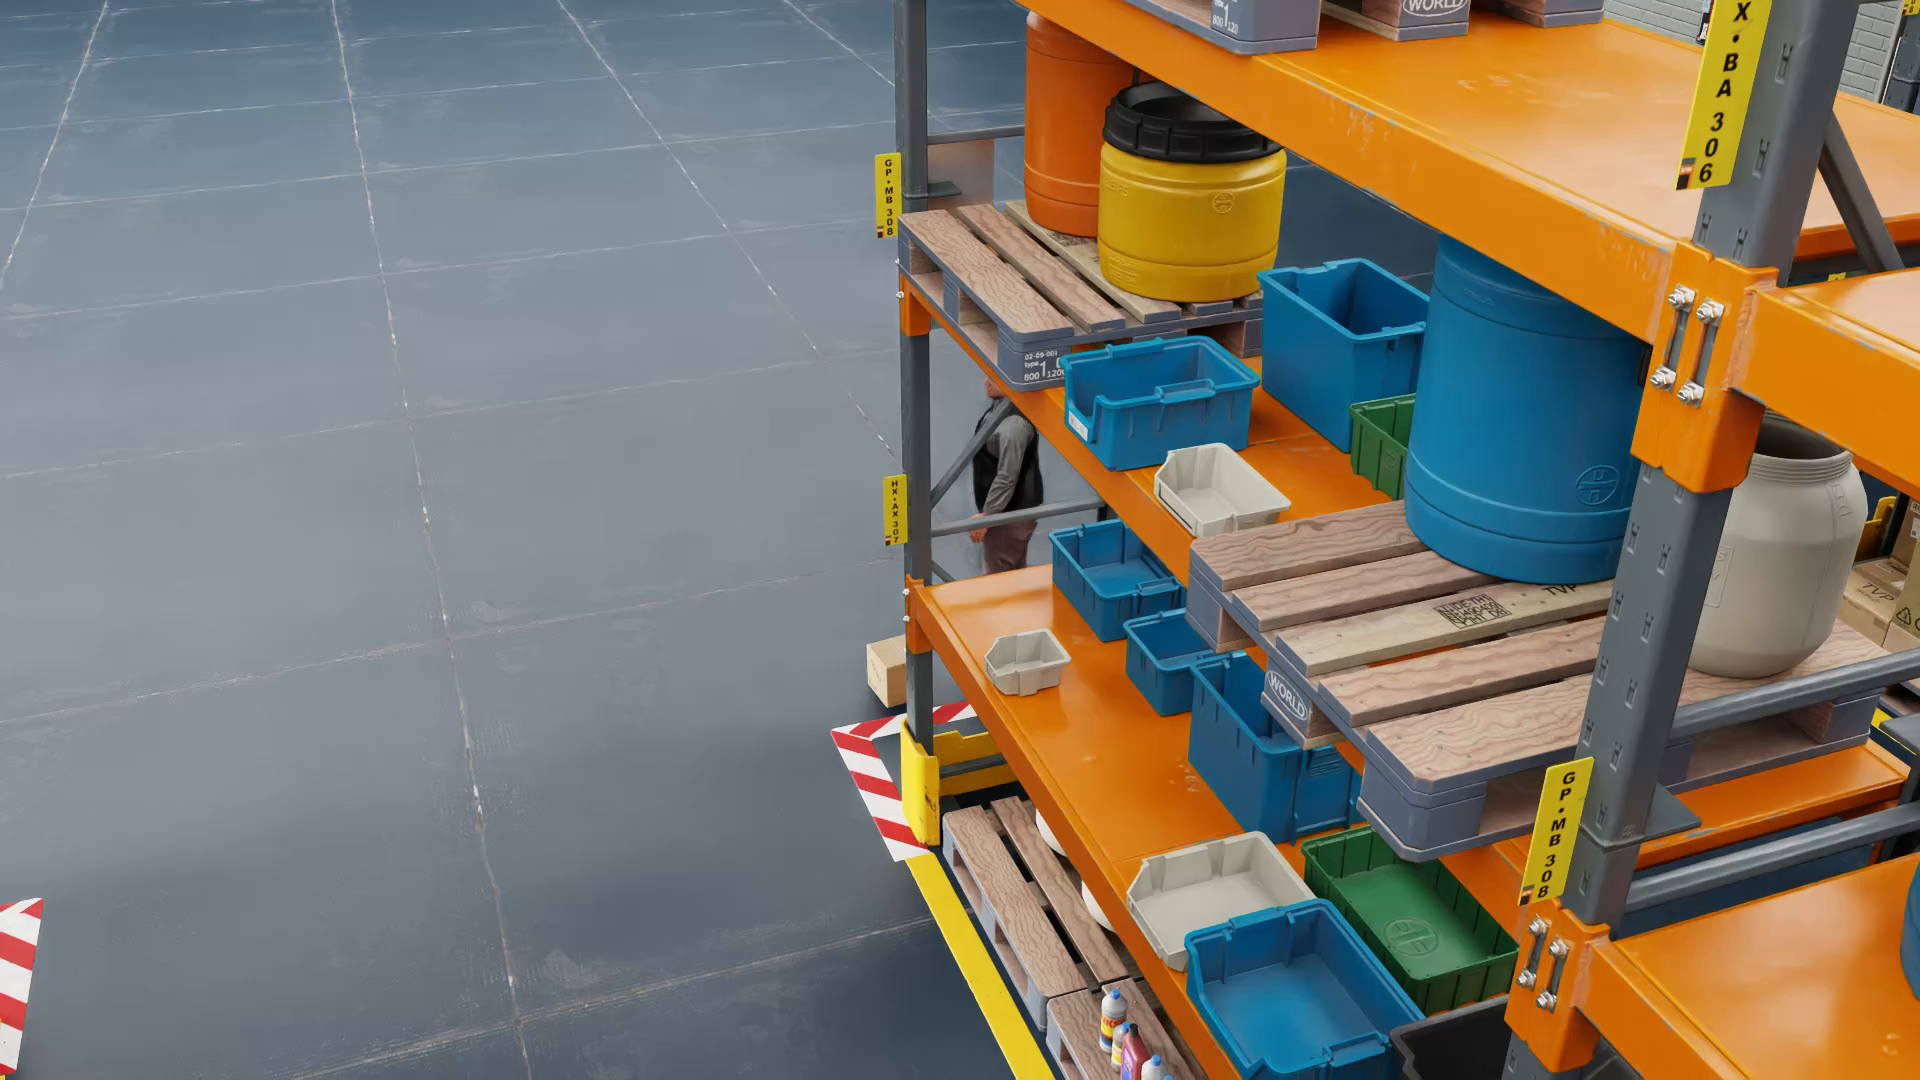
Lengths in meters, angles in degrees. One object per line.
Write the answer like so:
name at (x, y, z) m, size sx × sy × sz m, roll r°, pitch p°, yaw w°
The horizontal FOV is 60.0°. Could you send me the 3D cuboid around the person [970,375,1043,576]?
person at (0.218, -0.167, 8.643) m, size 0.428 × 1.748 × 0.557 m, roll 3°, pitch 30°, yaw 5°
